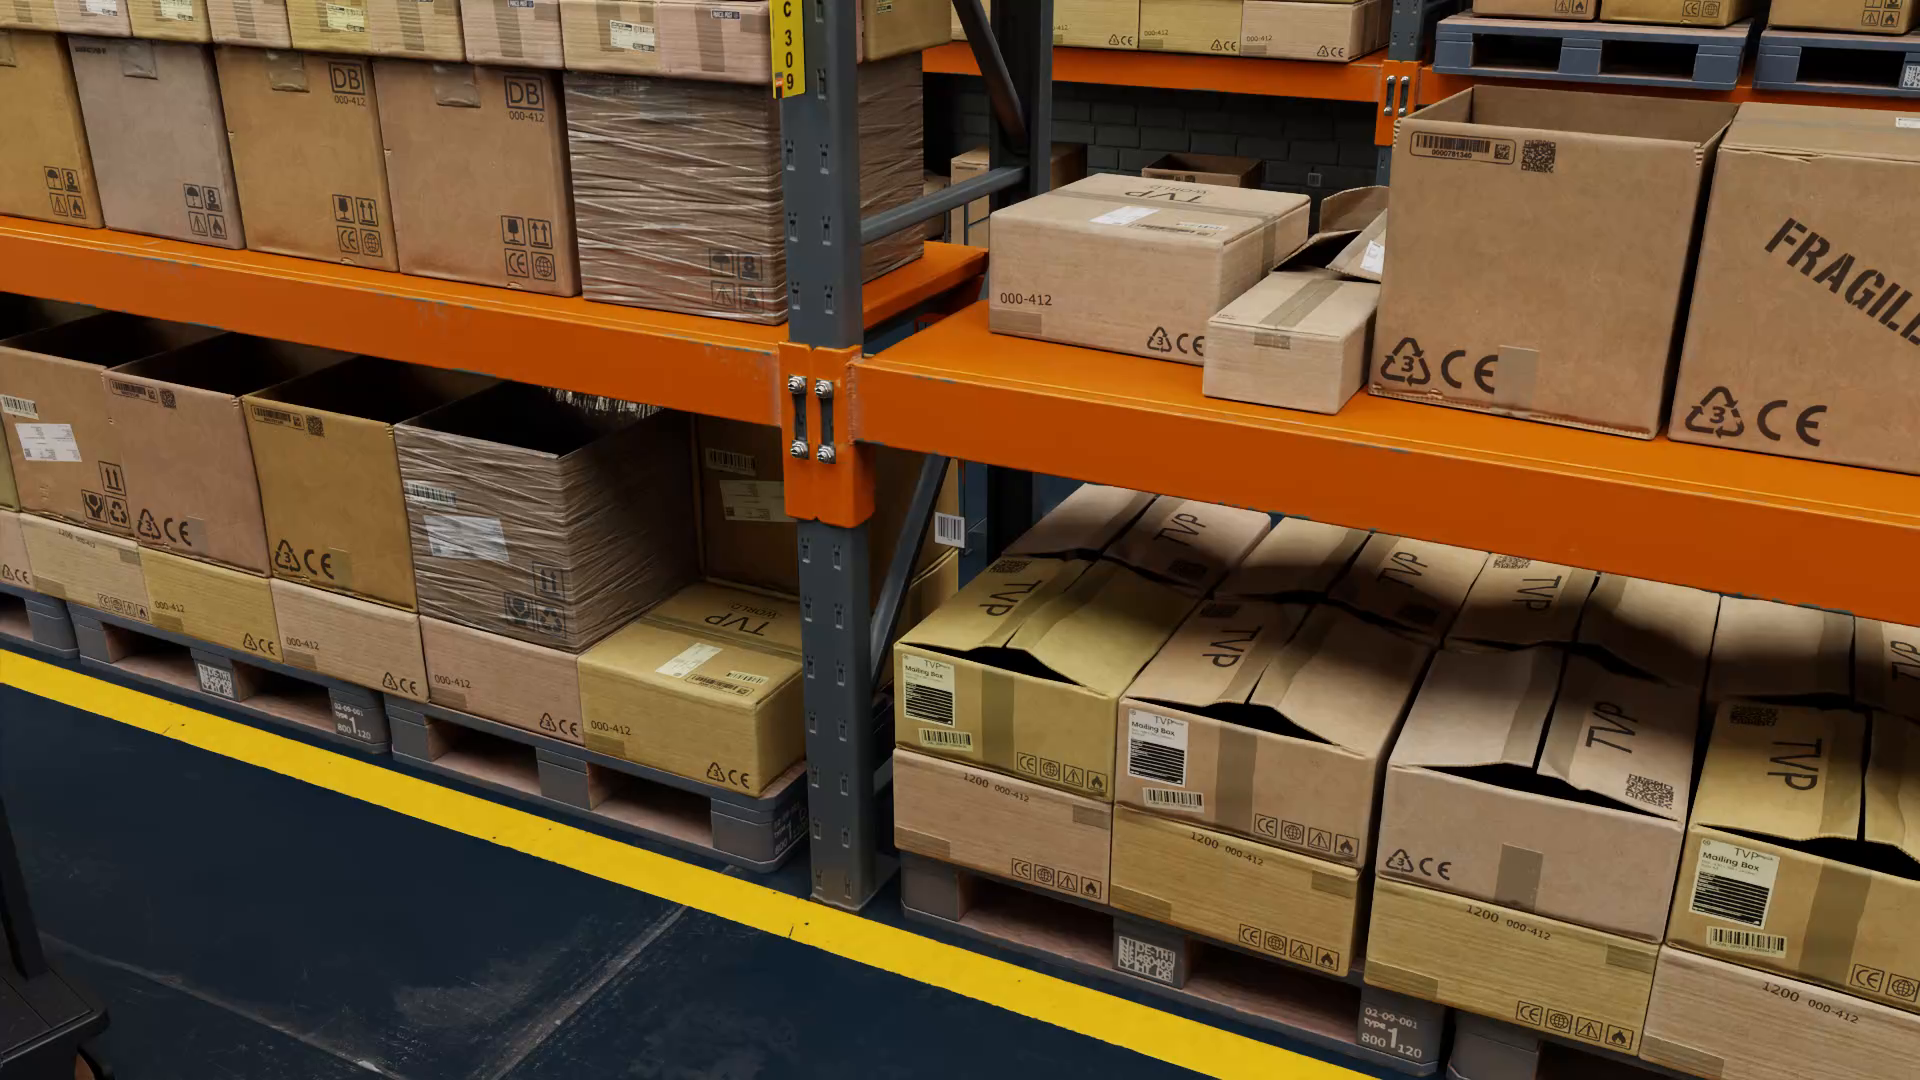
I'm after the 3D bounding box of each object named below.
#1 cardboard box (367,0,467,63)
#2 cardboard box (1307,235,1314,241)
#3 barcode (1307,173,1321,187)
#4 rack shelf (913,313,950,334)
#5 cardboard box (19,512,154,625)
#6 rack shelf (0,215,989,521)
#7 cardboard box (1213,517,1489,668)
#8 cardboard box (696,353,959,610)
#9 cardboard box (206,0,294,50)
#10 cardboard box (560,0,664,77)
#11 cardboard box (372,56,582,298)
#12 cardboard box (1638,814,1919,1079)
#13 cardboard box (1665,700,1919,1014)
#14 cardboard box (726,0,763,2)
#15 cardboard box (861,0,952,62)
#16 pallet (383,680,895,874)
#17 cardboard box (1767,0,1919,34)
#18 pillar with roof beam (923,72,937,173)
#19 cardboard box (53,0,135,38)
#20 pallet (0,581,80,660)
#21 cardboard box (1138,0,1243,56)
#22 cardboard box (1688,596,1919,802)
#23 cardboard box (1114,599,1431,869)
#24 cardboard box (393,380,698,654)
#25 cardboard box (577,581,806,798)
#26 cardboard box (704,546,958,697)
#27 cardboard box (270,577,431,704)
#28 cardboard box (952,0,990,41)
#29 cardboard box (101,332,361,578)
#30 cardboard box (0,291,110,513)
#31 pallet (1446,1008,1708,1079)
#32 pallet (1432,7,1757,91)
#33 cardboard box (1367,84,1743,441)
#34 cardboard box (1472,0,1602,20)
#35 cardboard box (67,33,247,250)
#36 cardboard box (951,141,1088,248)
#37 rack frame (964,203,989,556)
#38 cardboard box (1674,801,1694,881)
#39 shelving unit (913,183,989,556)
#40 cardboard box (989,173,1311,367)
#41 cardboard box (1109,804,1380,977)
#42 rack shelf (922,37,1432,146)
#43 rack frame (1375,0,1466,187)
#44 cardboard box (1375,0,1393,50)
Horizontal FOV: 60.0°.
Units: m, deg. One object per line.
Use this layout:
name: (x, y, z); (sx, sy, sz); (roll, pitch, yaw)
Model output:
cardboard box: (-1.090, -1.170, 3.713); (0.250, 0.149, 0.380); (11, 25, 24)
cardboard box: (1.680, -1.430, 8.338); (0.250, 0.166, 0.380); (8, 24, 18)
barcode: (1.797, -1.826, 8.434); (0.075, 0.075, 0.001); (11, 25, 25)
rack shelf: (-0.013, -0.735, 5.445); (0.180, 0.103, 0.258); (11, 25, 25)
cardboard box: (-2.359, -0.003, 4.902); (0.500, 0.250, 0.500); (11, 25, 25)
rack shelf: (-1.846, -0.739, 4.574); (4.000, 0.370, 1.077); (11, 25, 25)
cardboard box: (0.897, 0.158, 3.805); (0.500, 0.311, 0.500); (12, 26, 26)
cardboard box: (-0.334, -0.181, 4.362); (0.500, 0.500, 0.500); (11, 25, 25)
cardboard box: (-1.533, -1.259, 3.922); (0.250, 0.149, 0.380); (12, 26, 26)
cardboard box: (-0.620, -1.079, 3.498); (0.250, 0.149, 0.380); (11, 25, 23)
cardboard box: (-0.933, -0.930, 3.976); (0.500, 0.500, 0.700); (11, 25, 24)
cardboard box: (1.560, 0.784, 3.050); (0.500, 0.250, 0.500); (12, 26, 26)
cardboard box: (1.568, 0.528, 2.936); (0.500, 0.311, 0.500); (12, 26, 26)
cardboard box: (-0.460, -1.436, 3.508); (0.500, 0.500, 0.700); (11, 26, 25)
cardboard box: (-0.213, -1.177, 3.727); (0.250, 0.149, 0.380); (11, 25, 24)
pallet: (-0.752, 0.411, 4.513); (1.213, 0.211, 1.003); (11, 25, 25)
cardboard box: (3.707, -2.388, 6.842); (0.500, 0.500, 0.700); (15, 27, 32)
pillar with roof beam: (-2.326, -4.590, 5.044); (0.400, 9.000, 9.100); (11, 25, 25)
cardboard box: (-2.006, -1.352, 4.139); (0.250, 0.149, 0.380); (11, 26, 25)
pallet: (-2.929, -0.020, 5.526); (1.213, 0.211, 1.003); (11, 25, 25)
cardboard box: (1.170, -2.456, 7.859); (0.500, 0.250, 0.500); (11, 26, 25)
cardboard box: (1.788, 0.337, 3.385); (0.500, 0.311, 0.500); (11, 25, 24)
cardboard box: (0.640, 0.347, 3.361); (0.500, 0.311, 0.500); (11, 25, 24)
cardboard box: (-1.014, -0.088, 4.142); (0.500, 0.500, 0.500); (11, 25, 25)
cardboard box: (-0.573, 0.350, 4.072); (0.500, 0.250, 0.500); (11, 25, 25)
cardboard box: (-0.338, 0.167, 4.500); (0.500, 0.250, 0.500); (11, 25, 25)
cardboard box: (-1.468, 0.175, 4.483); (0.500, 0.250, 0.500); (11, 25, 25)
cardboard box: (0.265, -2.628, 8.263); (0.500, 0.250, 0.500); (11, 26, 25)
cardboard box: (-1.915, -0.258, 4.543); (0.500, 0.500, 0.500); (11, 25, 25)
cardboard box: (-2.805, -0.436, 4.961); (0.500, 0.500, 0.500); (11, 25, 25)
pallet: (1.707, 0.898, 3.369); (1.213, 0.211, 1.003); (11, 25, 25)
pallet: (2.787, -2.174, 7.273); (1.213, 0.211, 1.003); (11, 25, 25)
cardboard box: (1.087, -0.529, 3.032); (0.500, 0.500, 0.500); (13, 26, 28)
cardboard box: (2.610, -2.594, 7.328); (0.500, 0.500, 0.700); (11, 26, 25)
cardboard box: (-1.837, -1.110, 4.399); (0.500, 0.500, 0.700); (12, 26, 26)
cardboard box: (0.319, -1.805, 8.793); (0.500, 0.500, 0.700); (10, 25, 21)
rack frame: (0.069, -0.539, 5.483); (0.006, 1.200, 0.240); (11, 25, 25)
cardboard box: (1.801, 0.598, 3.489); (0.500, 0.250, 0.500); (12, 26, 26)
shelving unit: (-0.013, -0.555, 5.521); (0.189, 1.200, 0.258); (11, 25, 25)
cardboard box: (0.398, -0.576, 3.464); (0.500, 0.250, 0.500); (13, 26, 28)
cardboard box: (0.643, 0.604, 3.475); (0.500, 0.250, 0.500); (12, 26, 26)
rack shelf: (0.386, -2.470, 8.644); (4.000, 0.370, 1.077); (11, 25, 25)
rack frame: (2.171, -2.448, 7.673); (0.127, 3.000, 1.000); (11, 25, 25)
cardboard box: (1.848, -2.546, 8.069); (0.500, 0.250, 0.500); (11, 26, 25)
